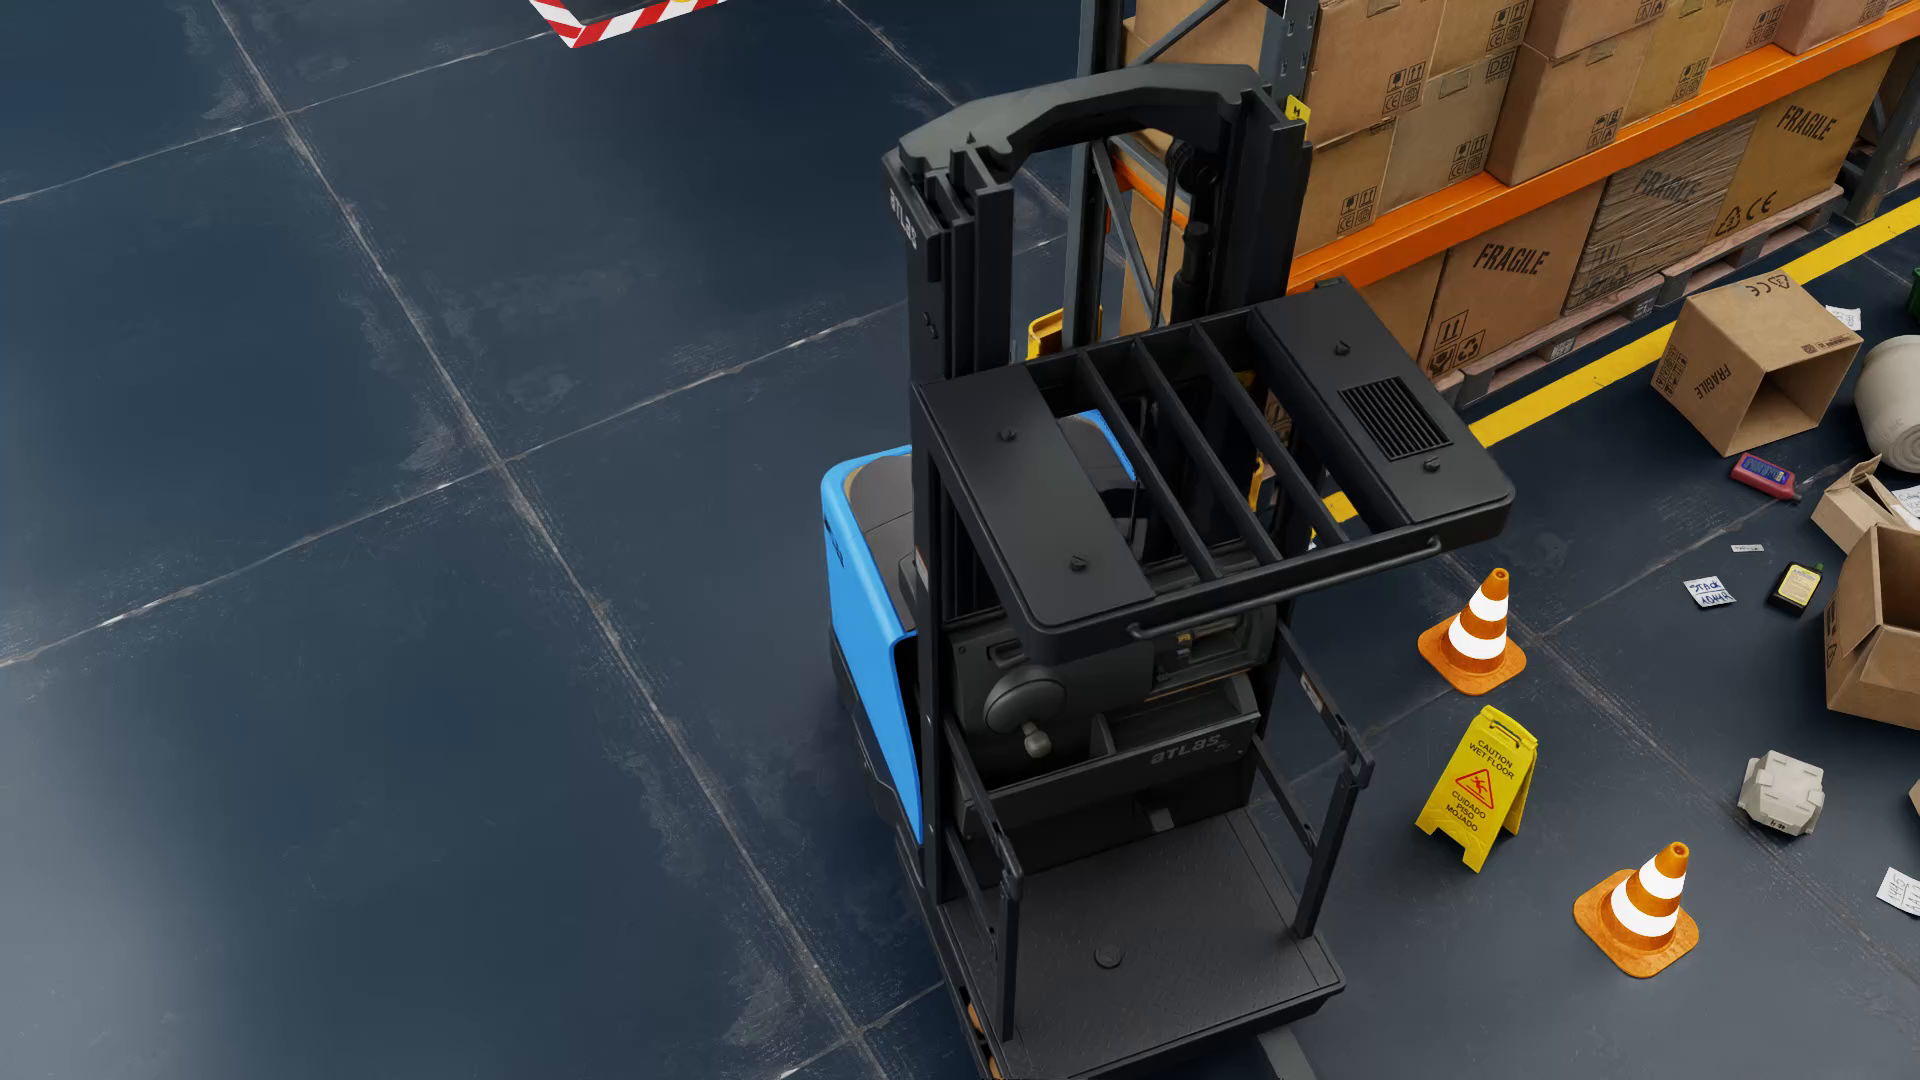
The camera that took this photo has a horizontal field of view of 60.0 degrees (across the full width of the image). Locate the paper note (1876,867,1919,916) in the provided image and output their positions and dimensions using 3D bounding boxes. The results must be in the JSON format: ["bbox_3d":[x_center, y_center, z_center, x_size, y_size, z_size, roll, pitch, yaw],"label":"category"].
[{"bbox_3d":[3.197,1.188,5.617,0.148,0.019,0.142,30,55,24],"label":"paper note"}]

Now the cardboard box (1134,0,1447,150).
[{"bbox_3d":[1.067,-1.784,5.452,0.550,0.550,0.875,-25,53,-21],"label":"cardboard box"}]

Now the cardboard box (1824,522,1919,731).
[{"bbox_3d":[3.594,0.366,6.032,0.797,0.503,0.637,13,50,12],"label":"cardboard box"}]

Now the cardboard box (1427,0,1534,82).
[{"bbox_3d":[1.483,-2.061,5.699,0.550,0.550,0.875,-25,53,-21],"label":"cardboard box"}]

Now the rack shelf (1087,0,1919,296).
[{"bbox_3d":[2.424,-1.809,6.780,4.000,0.370,1.077,-25,53,-21],"label":"rack shelf"}]

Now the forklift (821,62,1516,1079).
[{"bbox_3d":[0.503,0.410,4.367,1.130,2.935,3.031,-15,50,-13],"label":"forklift"}]

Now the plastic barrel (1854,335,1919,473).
[{"bbox_3d":[3.975,-0.568,6.917,0.421,0.421,0.512,6,49,5],"label":"plastic barrel"}]

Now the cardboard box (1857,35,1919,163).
[{"bbox_3d":[4.593,-2.541,8.175,0.750,0.750,1.050,-25,53,-21],"label":"cardboard box"}]

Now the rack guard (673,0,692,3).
[{"bbox_3d":[-1.764,-3.623,9.587,0.348,0.500,1.175,-25,53,-21],"label":"rack guard"}]

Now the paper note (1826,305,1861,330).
[{"bbox_3d":[4.030,-1.018,7.581,0.147,0.020,0.142,13,50,12],"label":"paper note"}]

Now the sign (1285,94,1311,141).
[{"bbox_3d":[1.024,-1.213,5.134,0.005,0.325,0.100,-25,53,-21],"label":"sign"}]

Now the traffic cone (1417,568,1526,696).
[{"bbox_3d":[1.940,0.278,6.138,0.334,0.463,0.336,-25,53,-21],"label":"traffic cone"}]

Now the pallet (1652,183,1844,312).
[{"bbox_3d":[3.431,-1.664,8.036,1.213,0.211,1.003,-25,53,-21],"label":"pallet"}]

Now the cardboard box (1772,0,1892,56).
[{"bbox_3d":[3.357,-2.507,6.819,0.550,0.550,0.875,-25,53,-21],"label":"cardboard box"}]

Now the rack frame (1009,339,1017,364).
[{"bbox_3d":[0.148,-0.419,6.365,0.008,1.050,0.200,-25,53,-21],"label":"rack frame"}]

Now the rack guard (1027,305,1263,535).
[{"bbox_3d":[0.712,-0.411,6.726,0.348,0.500,1.175,-25,53,-21],"label":"rack guard"}]

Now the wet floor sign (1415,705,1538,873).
[{"bbox_3d":[1.765,0.794,5.556,0.232,0.644,0.267,-34,57,-27],"label":"wet floor sign"}]

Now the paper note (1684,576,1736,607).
[{"bbox_3d":[2.930,0.201,6.497,0.142,0.017,0.144,-9,49,-8],"label":"paper note"}]

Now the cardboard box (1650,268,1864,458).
[{"bbox_3d":[3.350,-0.748,7.025,0.500,0.500,0.500,-17,51,-15],"label":"cardboard box"}]

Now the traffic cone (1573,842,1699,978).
[{"bbox_3d":[2.255,1.127,5.382,0.334,0.463,0.336,-25,53,-21],"label":"traffic cone"}]

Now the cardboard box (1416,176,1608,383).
[{"bbox_3d":[2.014,-1.348,7.029,0.875,0.875,0.875,-26,53,-21],"label":"cardboard box"}]

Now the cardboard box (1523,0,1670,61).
[{"bbox_3d":[2.029,-2.199,5.821,0.550,0.550,0.875,-25,53,-21],"label":"cardboard box"}]

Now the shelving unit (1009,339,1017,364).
[{"bbox_3d":[0.045,-0.370,6.322,0.252,1.050,0.215,-25,53,-21],"label":"shelving unit"}]

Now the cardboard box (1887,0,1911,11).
[{"bbox_3d":[3.810,-2.741,7.027,0.550,0.550,0.875,-25,53,-21],"label":"cardboard box"}]

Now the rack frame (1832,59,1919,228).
[{"bbox_3d":[4.116,-2.845,7.221,0.127,3.000,1.000,-25,53,-21],"label":"rack frame"}]

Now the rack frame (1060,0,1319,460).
[{"bbox_3d":[0.733,-1.251,5.801,0.127,3.000,1.000,-25,53,-21],"label":"rack frame"}]

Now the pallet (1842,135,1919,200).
[{"bbox_3d":[4.728,-2.273,8.578,1.213,0.211,1.003,-25,53,-21],"label":"pallet"}]

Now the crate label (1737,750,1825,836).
[{"bbox_3d":[2.887,0.883,5.818,0.250,0.136,0.298,21,52,18],"label":"crate label"}]

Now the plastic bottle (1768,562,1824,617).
[{"bbox_3d":[3.277,0.171,6.502,0.133,0.061,0.283,30,55,24],"label":"plastic bottle"}]

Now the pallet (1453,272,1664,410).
[{"bbox_3d":[2.398,-1.175,7.601,1.213,0.211,1.003,-25,53,-21],"label":"pallet"}]

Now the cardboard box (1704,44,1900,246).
[{"bbox_3d":[3.546,-2.072,7.673,0.875,0.875,0.875,-24,53,-20],"label":"cardboard box"}]

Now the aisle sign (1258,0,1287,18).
[{"bbox_3d":[0.833,-1.898,4.636,0.004,0.787,0.394,-25,53,-21],"label":"aisle sign"}]

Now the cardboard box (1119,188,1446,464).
[{"bbox_3d":[1.271,-0.996,6.716,0.875,0.875,0.875,-25,53,-21],"label":"cardboard box"}]

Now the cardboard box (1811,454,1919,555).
[{"bbox_3d":[3.645,-0.088,6.596,0.258,0.266,0.396,-17,51,-15],"label":"cardboard box"}]

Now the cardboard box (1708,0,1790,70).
[{"bbox_3d":[2.837,-2.366,6.694,0.550,0.550,0.875,-25,53,-21],"label":"cardboard box"}]

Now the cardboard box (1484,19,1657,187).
[{"bbox_3d":[2.016,-1.855,6.238,0.550,0.550,0.875,-25,53,-21],"label":"cardboard box"}]

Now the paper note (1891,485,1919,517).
[{"bbox_3d":[3.944,-0.158,6.821,0.155,0.023,0.172,-9,49,-8],"label":"paper note"}]

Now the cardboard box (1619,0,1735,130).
[{"bbox_3d":[2.443,-2.092,6.449,0.500,0.550,0.875,-25,53,-21],"label":"cardboard box"}]

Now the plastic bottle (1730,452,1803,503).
[{"bbox_3d":[3.352,-0.252,6.879,0.283,0.061,0.133,30,55,24],"label":"plastic bottle"}]

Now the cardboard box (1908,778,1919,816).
[{"bbox_3d":[3.489,0.985,5.718,0.250,0.149,0.380,-2,48,-1],"label":"cardboard box"}]

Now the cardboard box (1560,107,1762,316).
[{"bbox_3d":[2.786,-1.710,7.351,0.875,0.875,0.875,-25,53,-21],"label":"cardboard box"}]

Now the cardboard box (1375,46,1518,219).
[{"bbox_3d":[1.476,-1.711,6.110,0.550,0.550,0.875,-25,53,-21],"label":"cardboard box"}]

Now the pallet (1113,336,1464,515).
[{"bbox_3d":[1.367,-0.692,7.170,1.213,0.211,1.003,-25,53,-21],"label":"pallet"}]

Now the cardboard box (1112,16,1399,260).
[{"bbox_3d":[1.022,-1.478,5.902,0.550,0.550,0.875,-25,53,-21],"label":"cardboard box"}]

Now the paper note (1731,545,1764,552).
[{"bbox_3d":[3.154,0.032,6.660,0.123,0.001,0.032,-2,48,-1],"label":"paper note"}]

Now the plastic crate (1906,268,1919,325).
[{"bbox_3d":[4.668,-1.033,7.451,0.662,0.188,0.450,-2,38,-1],"label":"plastic crate"}]
